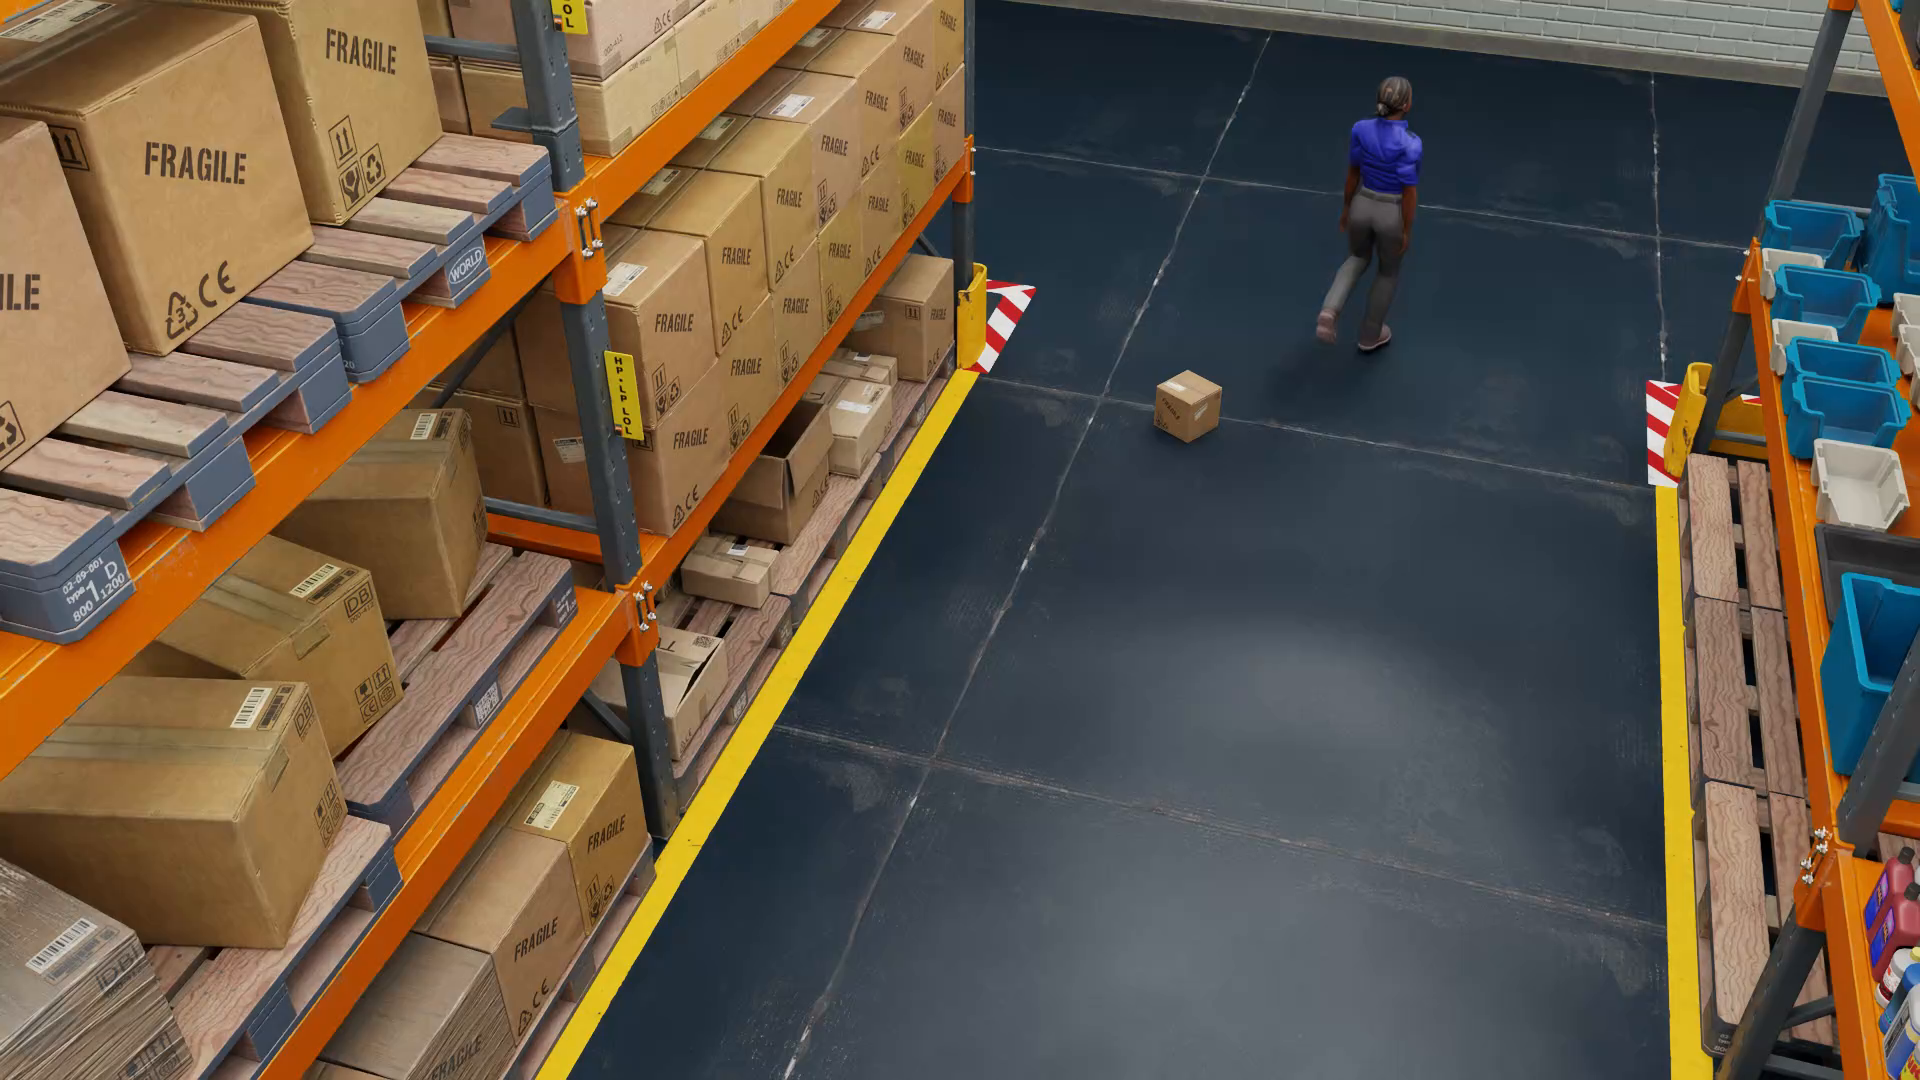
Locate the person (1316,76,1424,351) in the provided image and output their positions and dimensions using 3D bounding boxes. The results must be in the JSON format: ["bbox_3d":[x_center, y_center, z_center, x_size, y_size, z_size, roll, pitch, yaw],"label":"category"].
[{"bbox_3d":[2.298,-1.775,9.197,0.455,1.642,0.550,27,45,31],"label":"person"}]
